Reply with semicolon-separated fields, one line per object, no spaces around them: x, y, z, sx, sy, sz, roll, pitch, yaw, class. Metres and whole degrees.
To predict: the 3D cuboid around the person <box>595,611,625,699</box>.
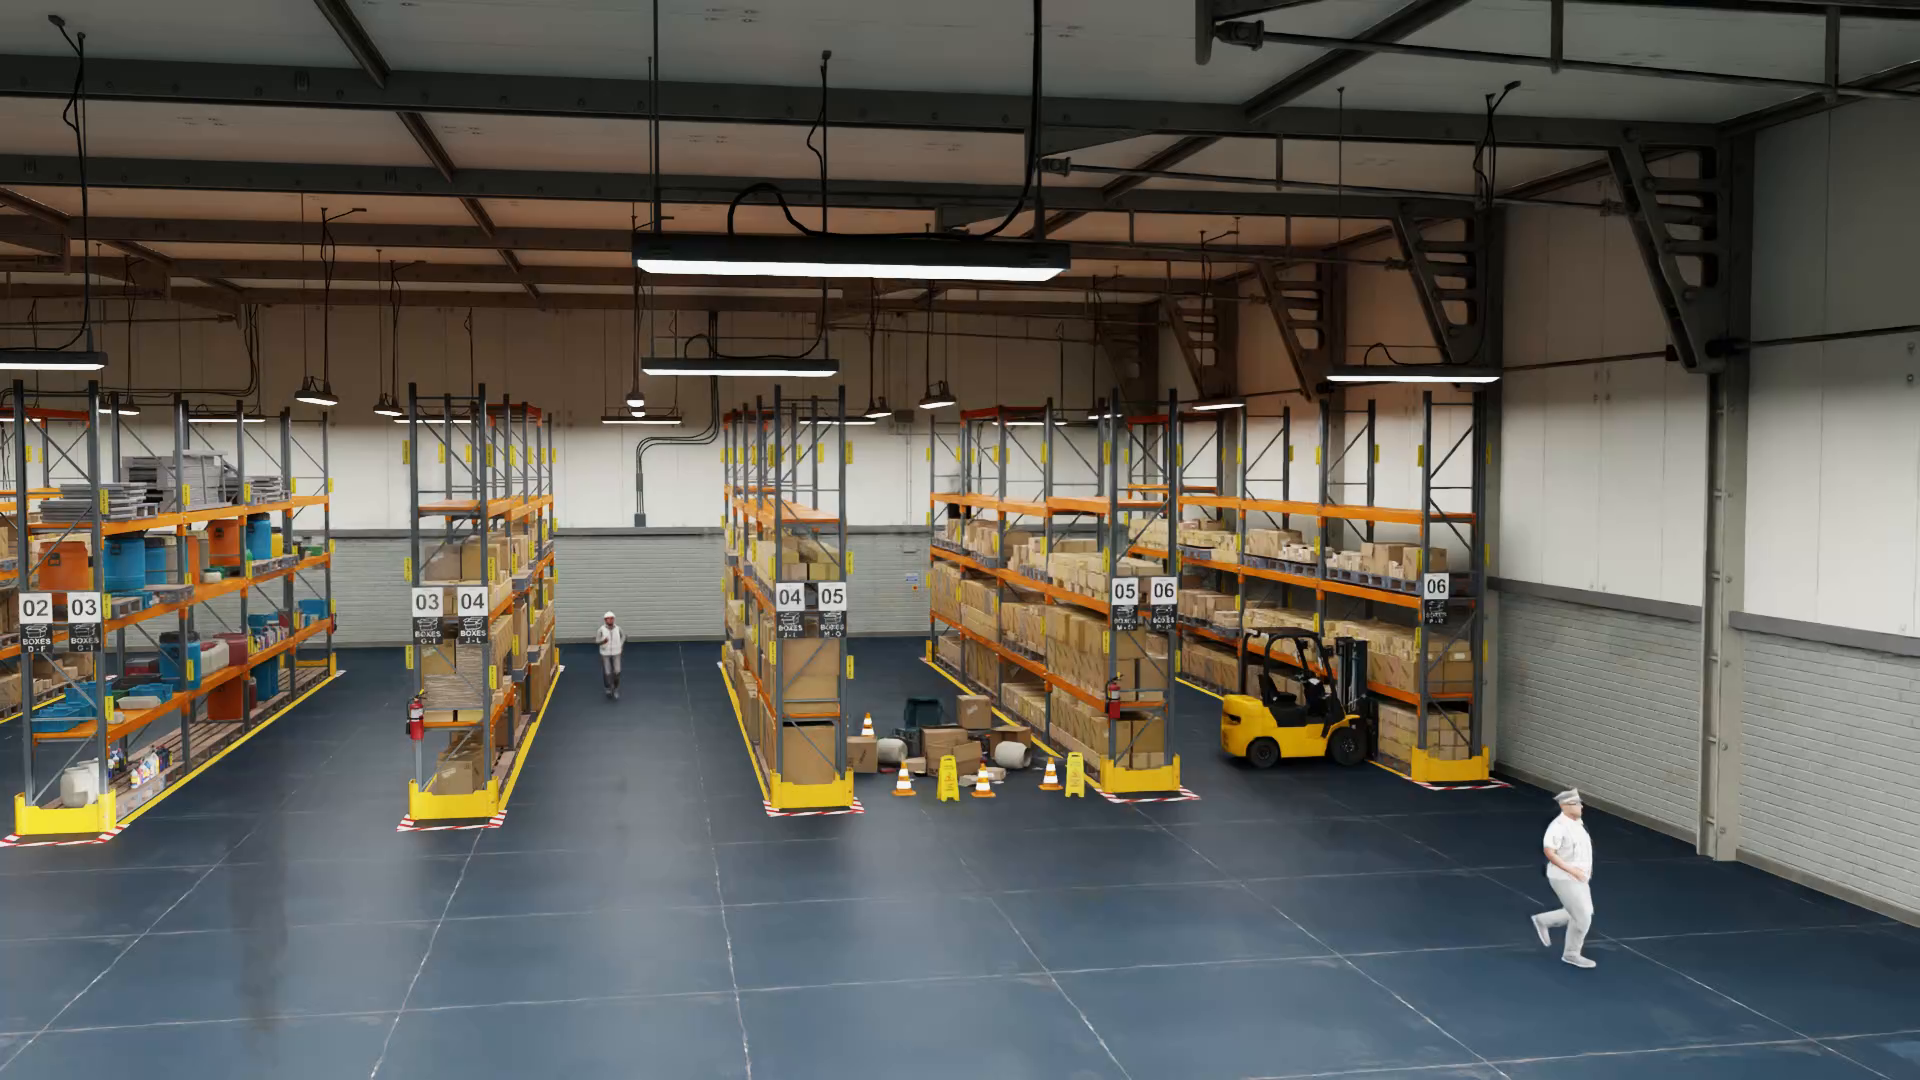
-7.208;2.383;34.331;0.637;1.814;0.711;-1;3;-16;person

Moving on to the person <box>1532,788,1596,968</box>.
5.955;3.296;16.396;0.670;1.739;0.686;2;4;39;person
